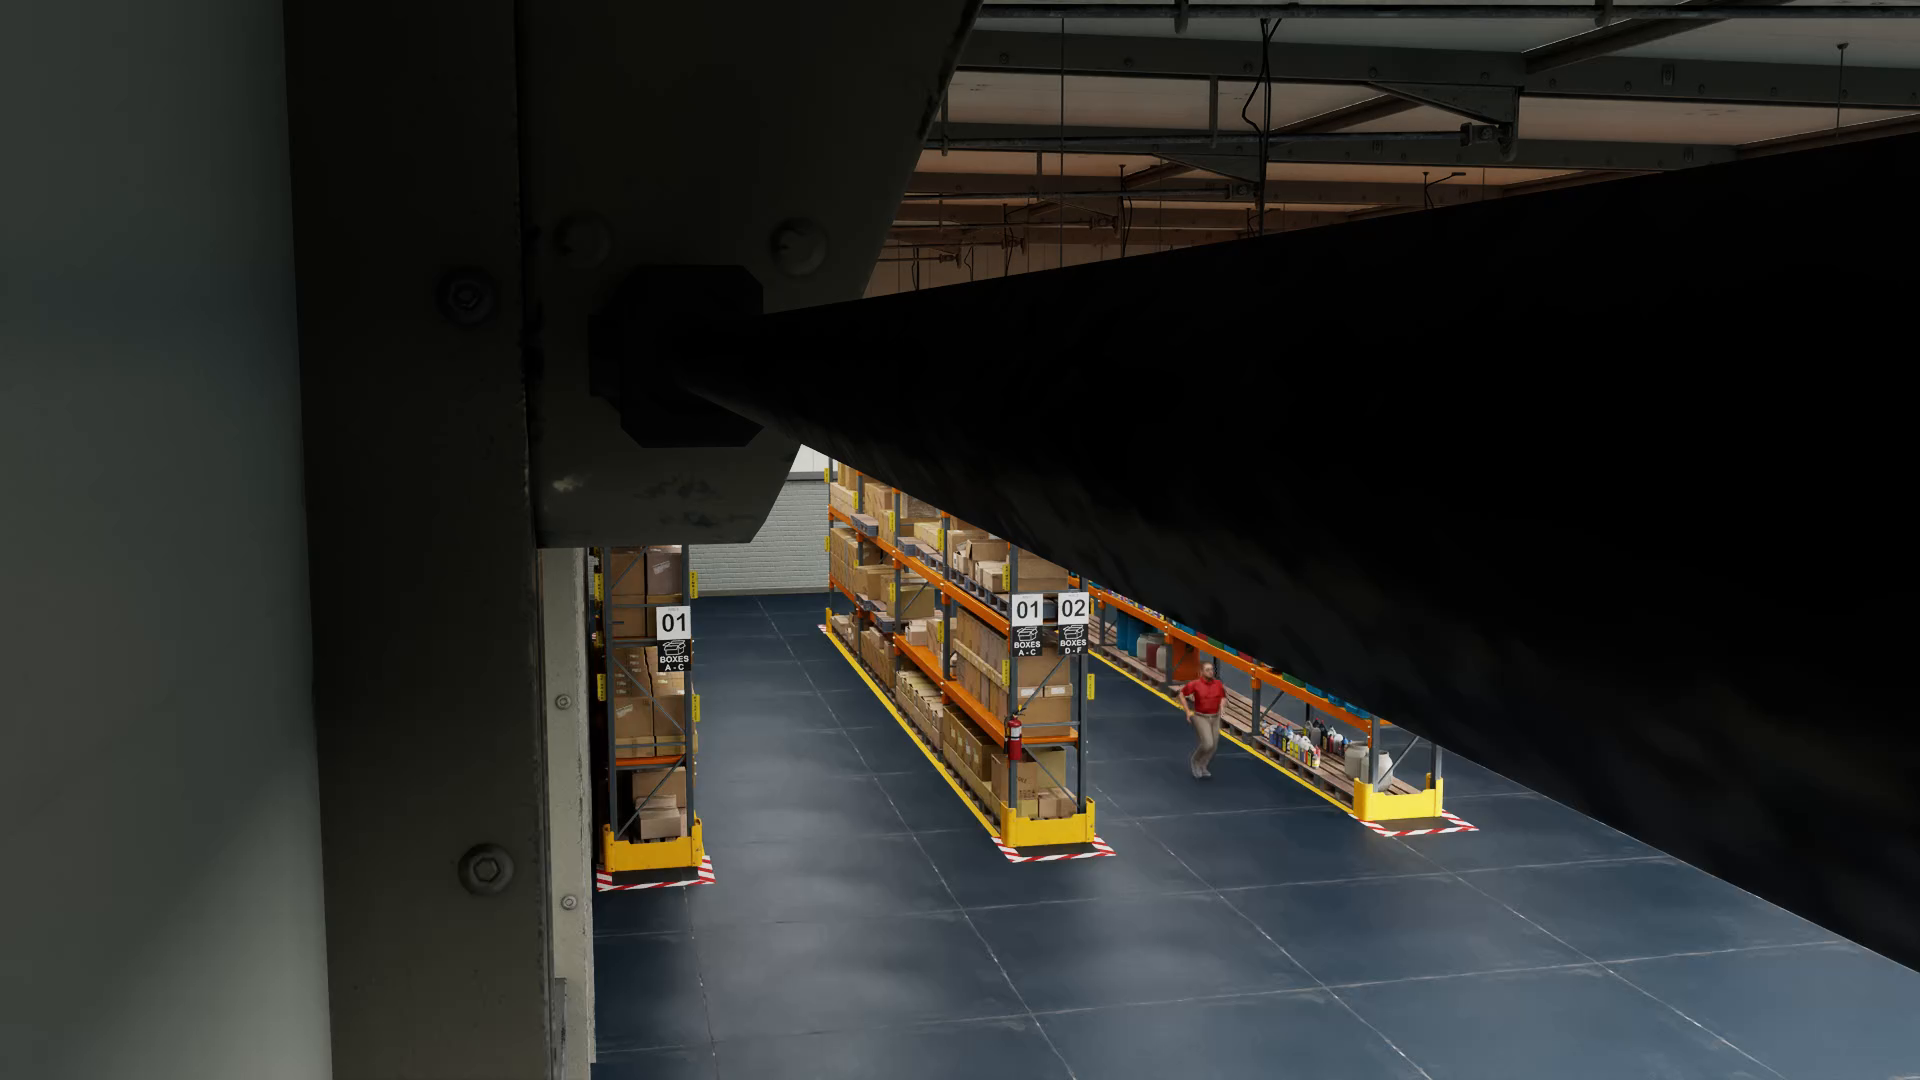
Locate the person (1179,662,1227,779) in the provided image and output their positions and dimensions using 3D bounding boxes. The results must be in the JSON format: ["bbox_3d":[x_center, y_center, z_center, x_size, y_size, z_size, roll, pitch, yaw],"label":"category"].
[{"bbox_3d":[3.591,2.627,24.093,0.647,1.698,0.651,-3,7,-23],"label":"person"}]
